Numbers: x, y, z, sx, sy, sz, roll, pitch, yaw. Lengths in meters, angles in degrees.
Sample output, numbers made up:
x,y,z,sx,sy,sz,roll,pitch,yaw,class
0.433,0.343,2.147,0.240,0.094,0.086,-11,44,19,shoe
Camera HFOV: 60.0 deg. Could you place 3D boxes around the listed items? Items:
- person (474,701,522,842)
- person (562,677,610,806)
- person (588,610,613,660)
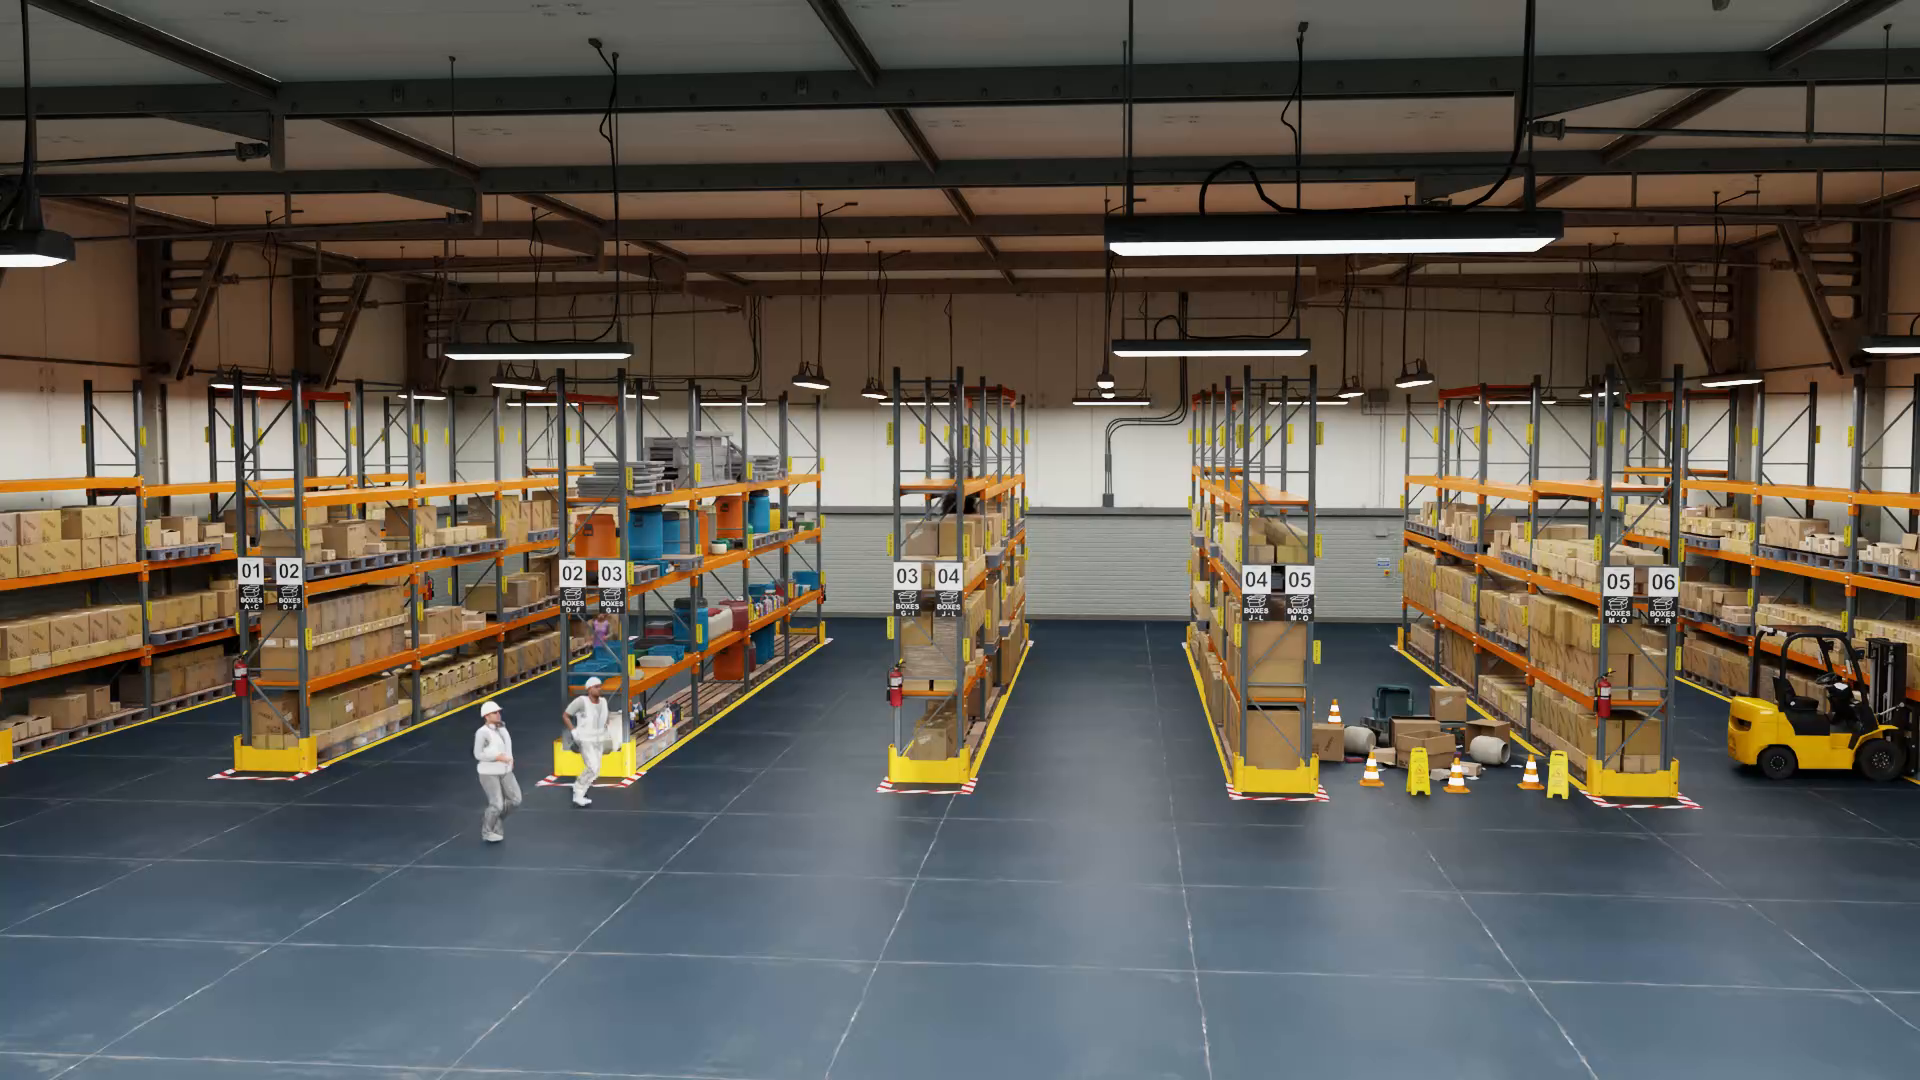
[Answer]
x,y,z,sx,sy,sz,roll,pitch,yaw,class
-5.658,2.851,20.482,0.578,1.727,0.647,2,4,26,person
-4.987,2.728,22.553,0.556,1.738,0.672,3,4,35,person
-7.119,2.161,32.922,0.506,1.572,0.656,-1,4,-9,person
